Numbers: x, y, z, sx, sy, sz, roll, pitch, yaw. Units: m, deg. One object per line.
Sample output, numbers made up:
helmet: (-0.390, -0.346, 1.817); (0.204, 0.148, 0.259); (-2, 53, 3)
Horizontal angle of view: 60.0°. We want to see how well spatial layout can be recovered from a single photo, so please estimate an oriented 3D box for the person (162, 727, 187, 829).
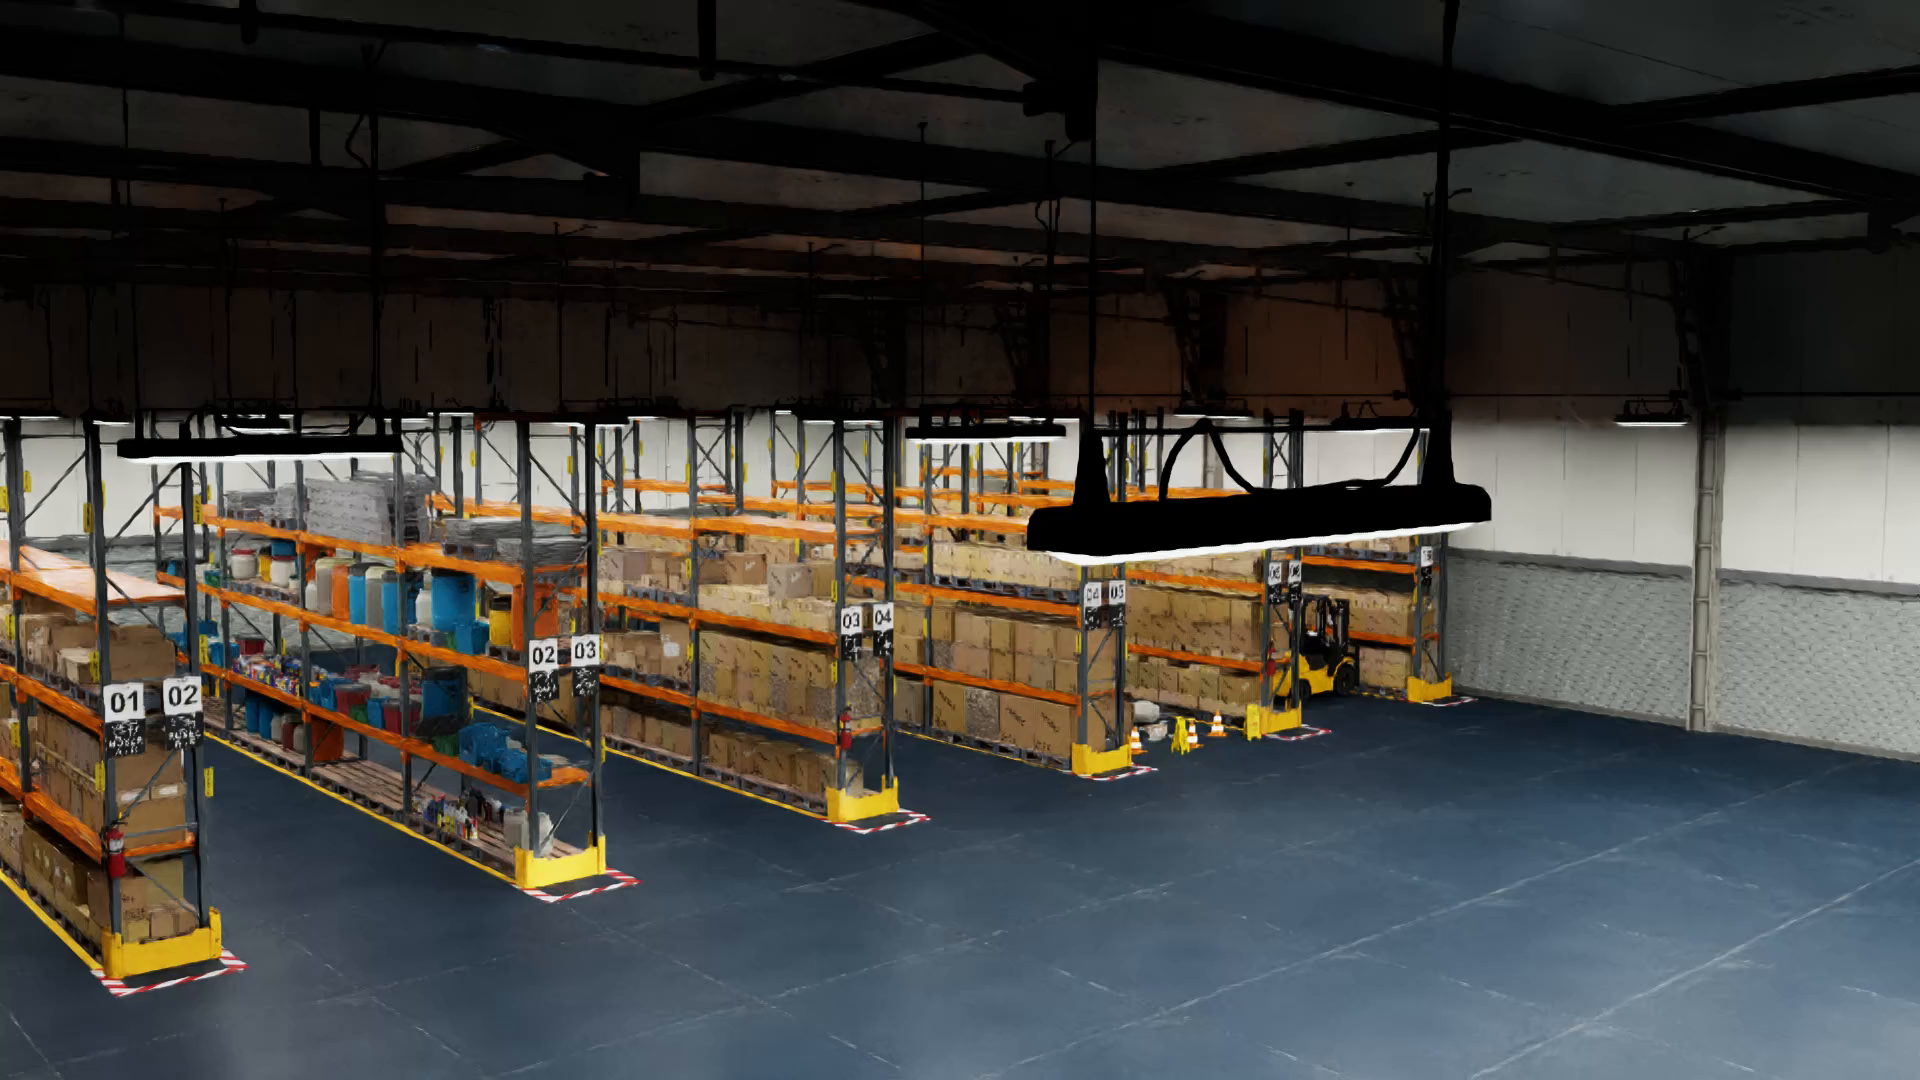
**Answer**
person: (-11.070, 3.444, 23.179); (0.577, 1.687, 1.121); (-4, 6, -39)
